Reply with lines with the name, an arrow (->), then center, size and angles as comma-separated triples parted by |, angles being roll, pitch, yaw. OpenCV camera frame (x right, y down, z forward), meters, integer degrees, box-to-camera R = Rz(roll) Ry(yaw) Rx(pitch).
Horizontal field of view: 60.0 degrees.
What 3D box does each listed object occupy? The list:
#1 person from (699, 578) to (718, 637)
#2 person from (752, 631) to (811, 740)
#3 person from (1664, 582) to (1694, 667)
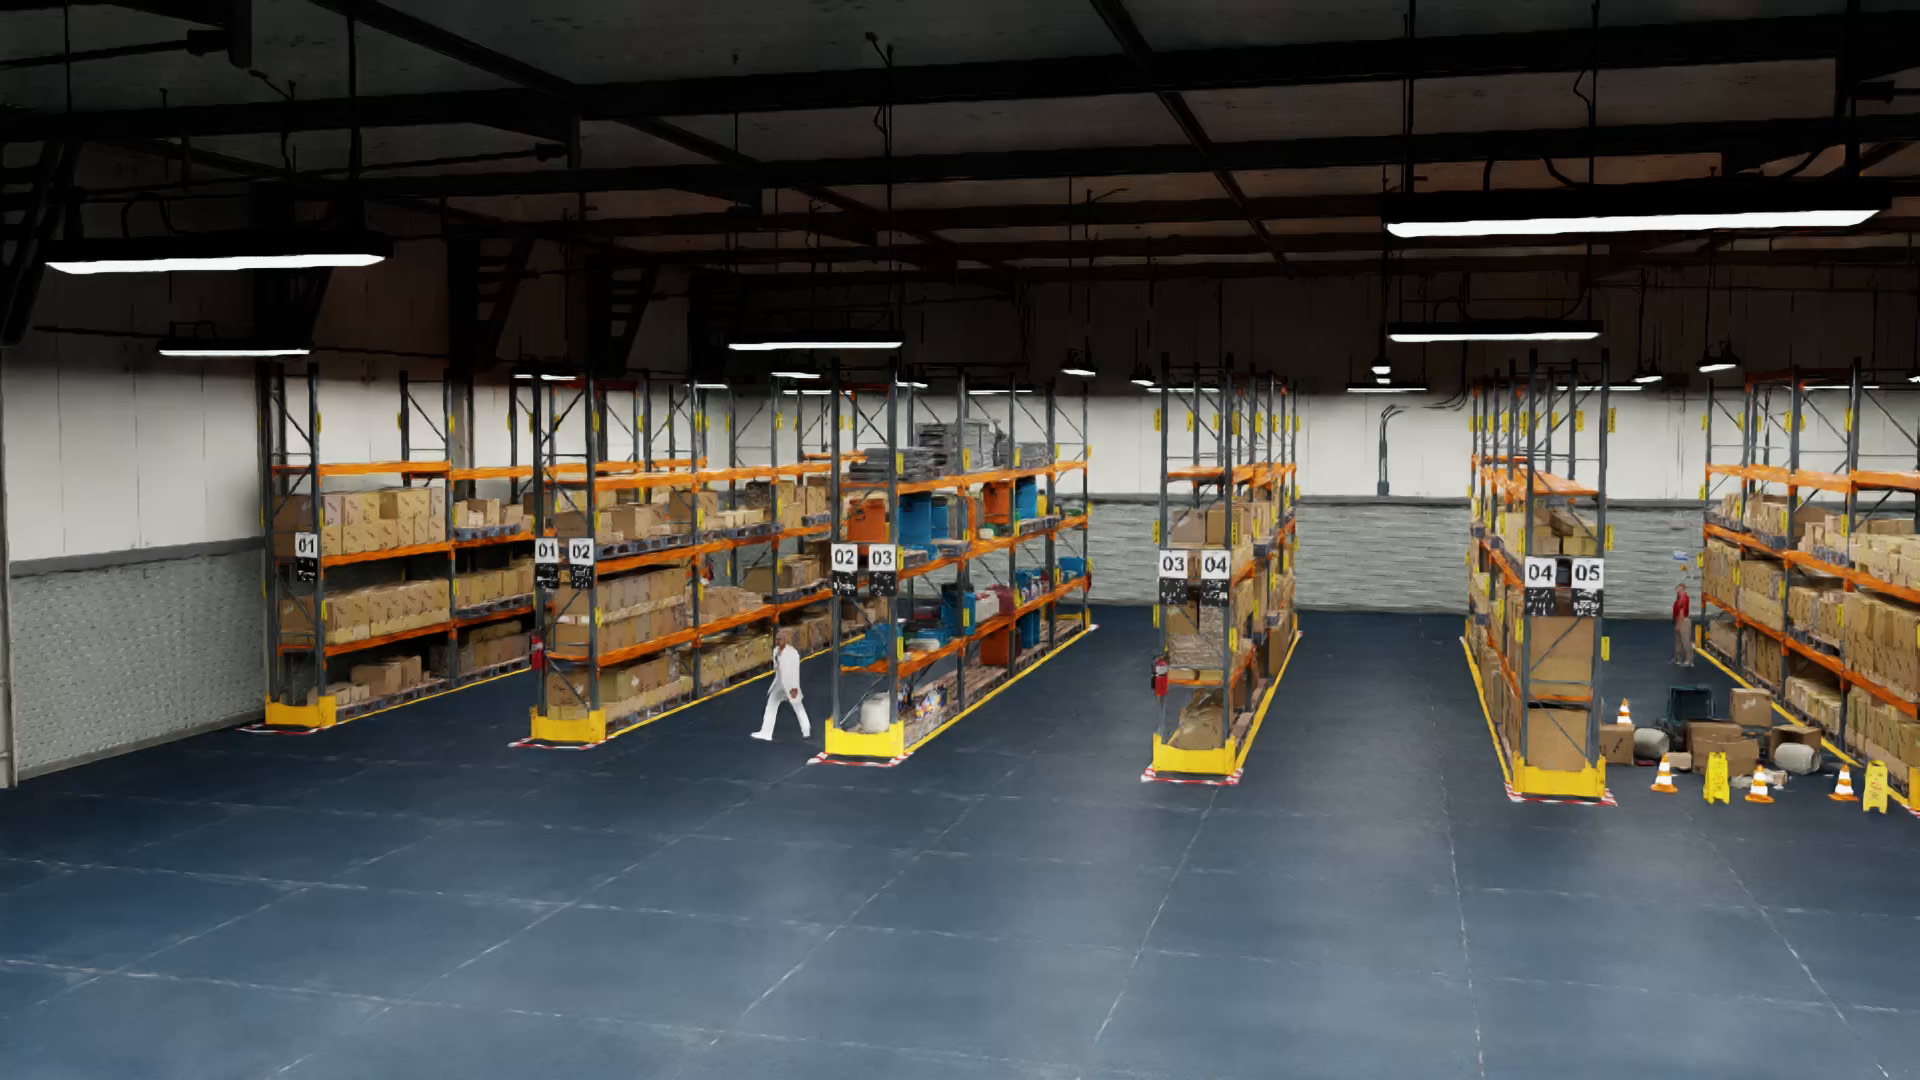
person -> -5.406, 1.649, 35.356 | 0.563, 1.707, 1.127 | 1, 4, 13
person -> -2.783, 2.288, 26.276 | 0.630, 1.735, 1.021 | 3, 5, 38
person -> 14.804, 1.721, 34.180 | 0.590, 1.720, 0.684 | 2, 4, 26
